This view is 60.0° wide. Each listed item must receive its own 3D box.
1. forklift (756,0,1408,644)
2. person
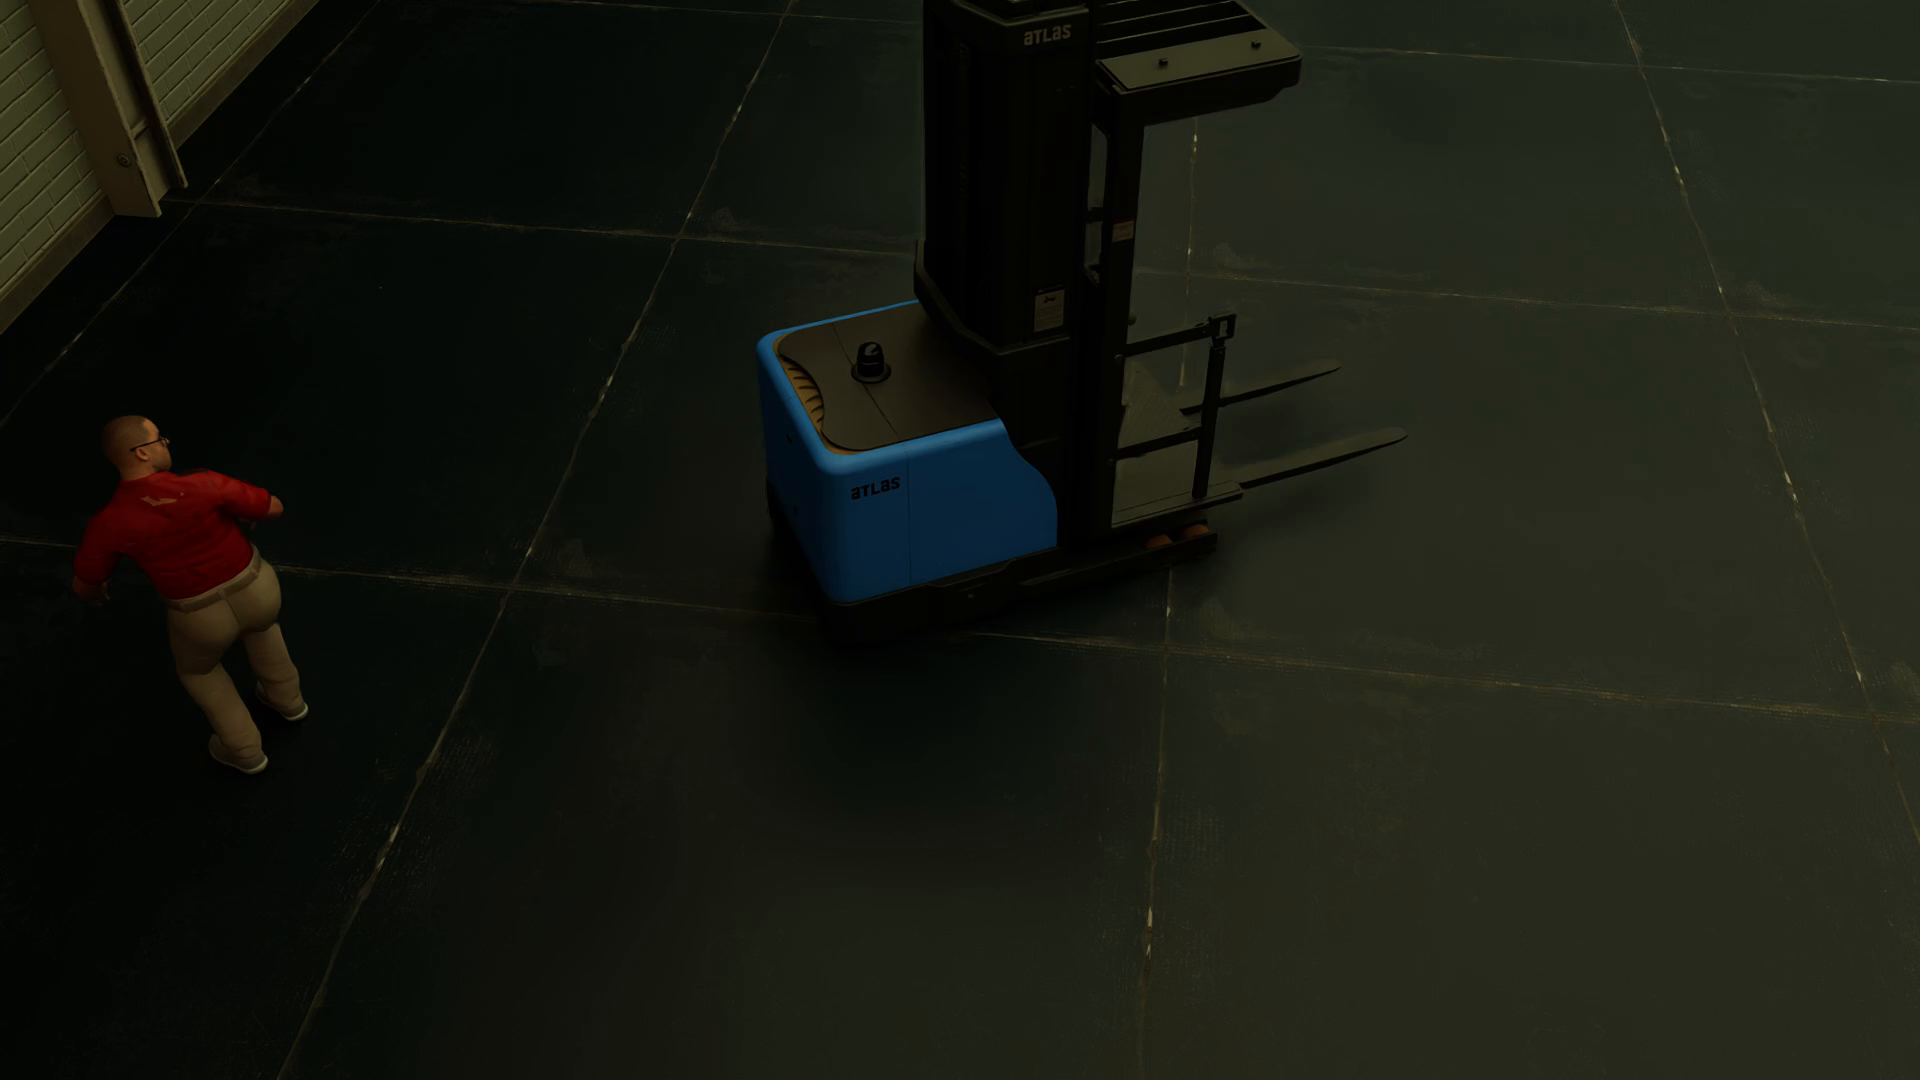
[{"bbox_3d":[0.660,-1.257,7.092,3.031,2.935,1.130,-15,45,-16],"label":"forklift"},{"bbox_3d":[-2.960,0.226,6.483,0.771,1.609,0.544,-27,49,-26],"label":"person"}]
